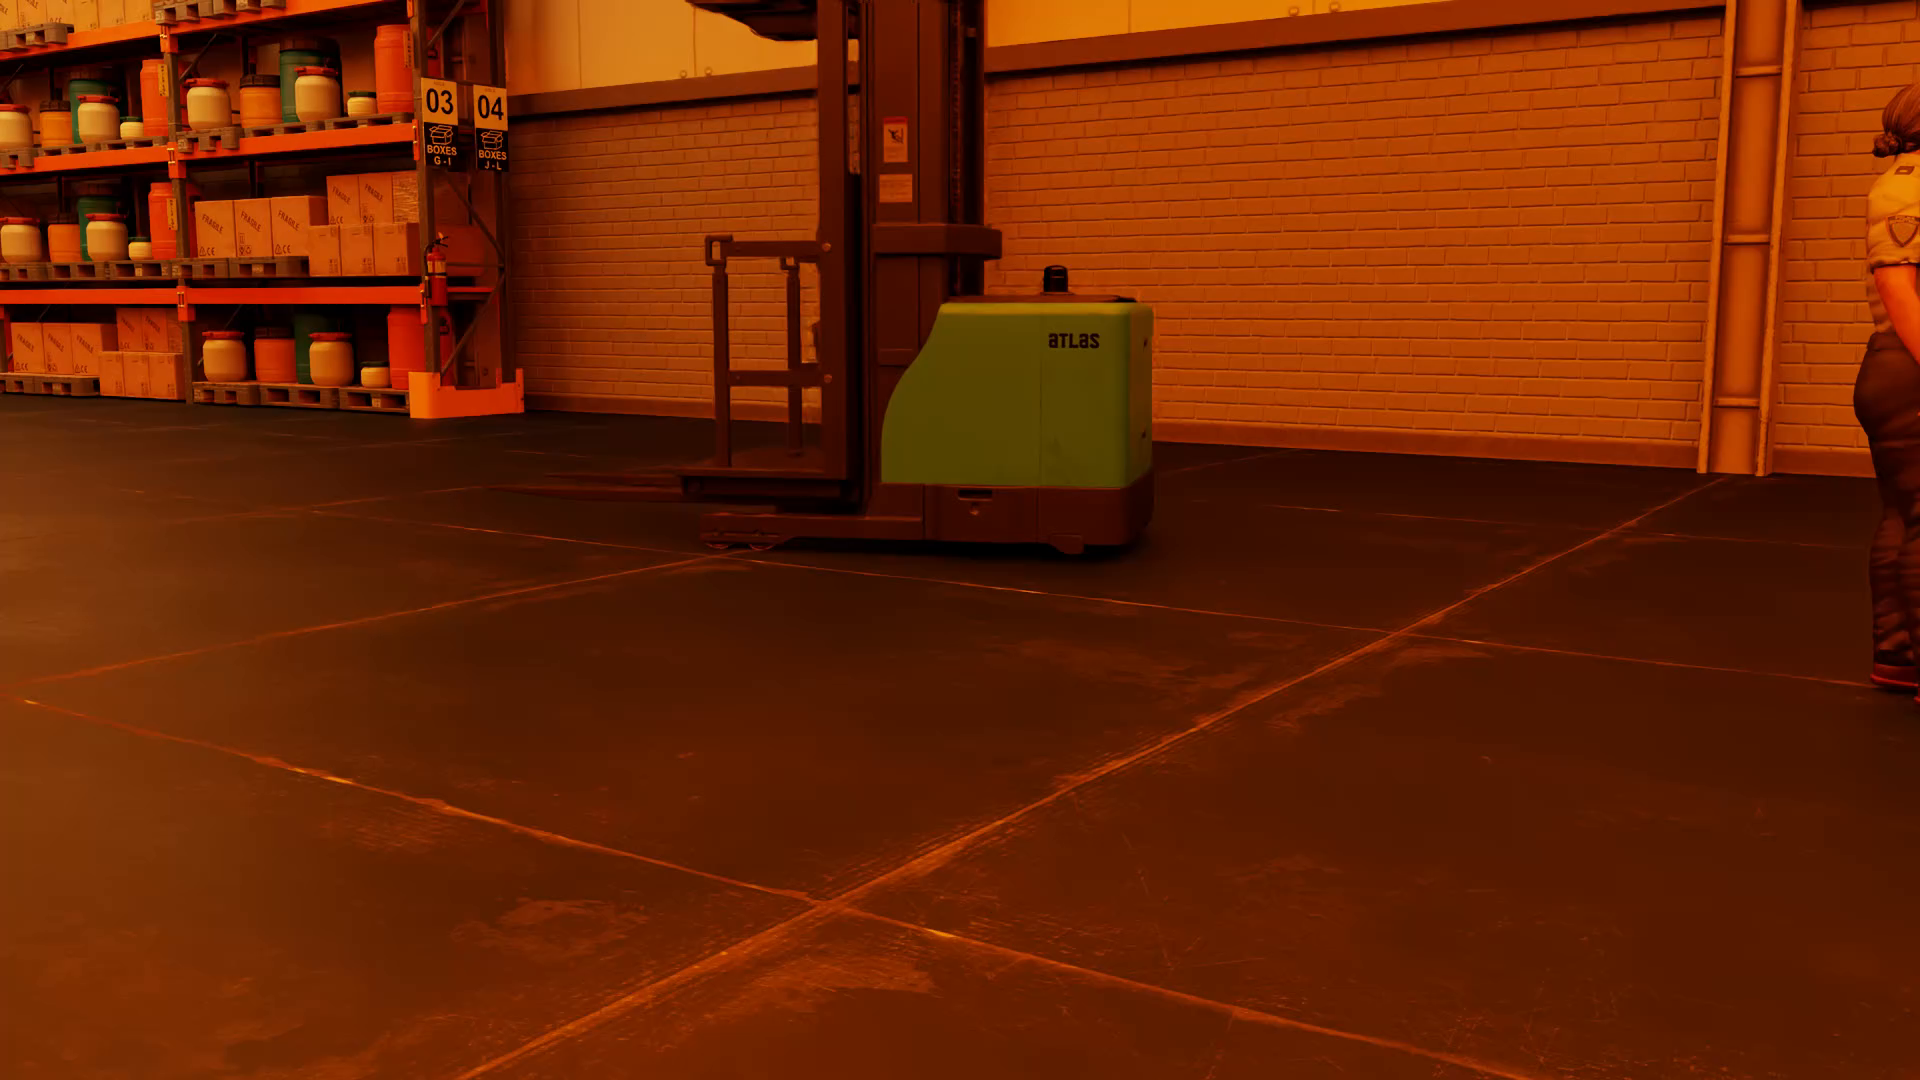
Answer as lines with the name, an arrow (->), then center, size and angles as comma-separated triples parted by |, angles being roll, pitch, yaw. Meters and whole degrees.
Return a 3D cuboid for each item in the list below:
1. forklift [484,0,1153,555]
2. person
forklift -> -0.666, -1.473, 7.548 | 3.031, 2.935, 1.130 | 2, 8, 13
person -> 2.664, -0.383, 4.434 | 0.502, 1.641, 0.598 | 5, 9, 29
